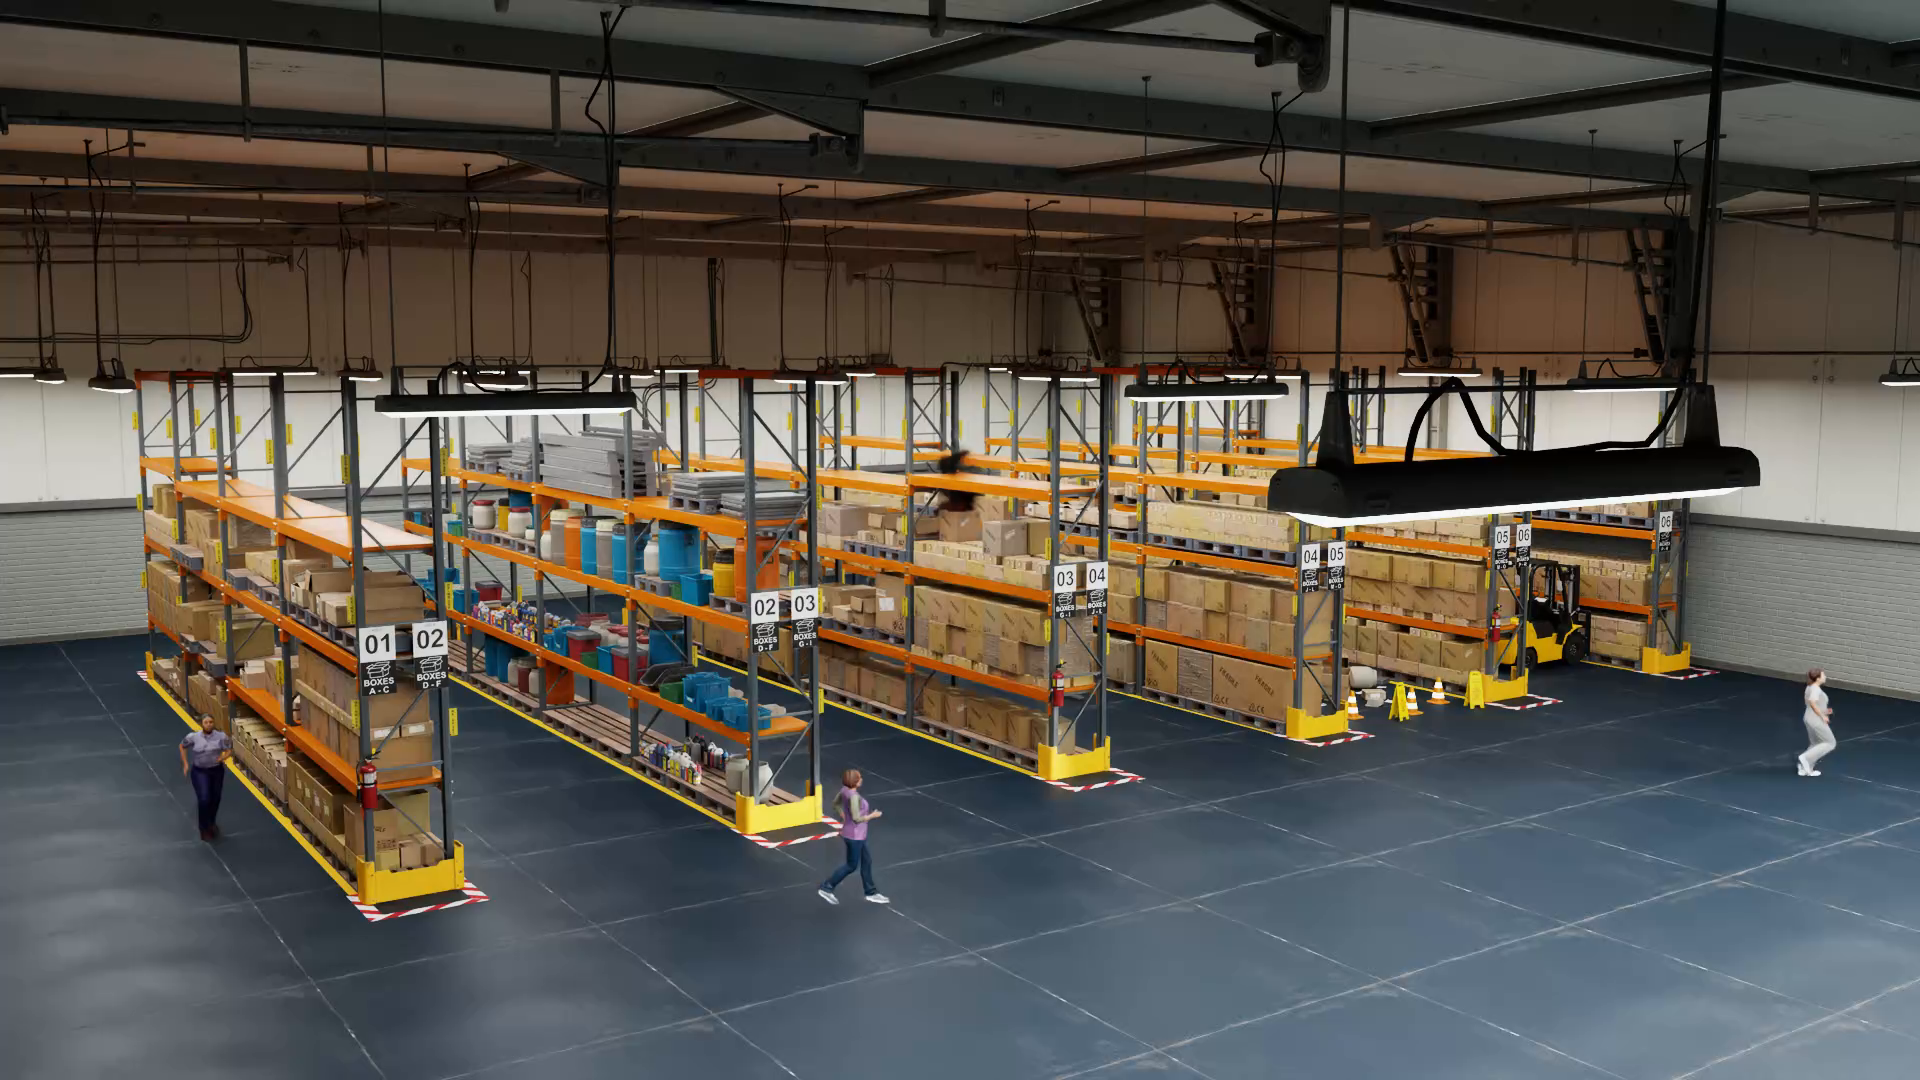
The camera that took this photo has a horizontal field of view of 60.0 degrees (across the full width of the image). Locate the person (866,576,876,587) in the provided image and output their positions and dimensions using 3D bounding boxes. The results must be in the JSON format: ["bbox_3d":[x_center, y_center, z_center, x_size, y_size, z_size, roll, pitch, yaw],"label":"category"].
[{"bbox_3d":[-2.177,0.846,41.924,0.819,1.535,0.619,2,7,19],"label":"person"}]

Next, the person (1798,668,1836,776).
[{"bbox_3d":[12.813,2.717,24.834,0.544,1.626,0.540,1,7,8],"label":"person"}]

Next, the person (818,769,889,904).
[{"bbox_3d":[-1.212,3.387,18.902,0.833,1.583,0.539,-1,7,-11],"label":"person"}]

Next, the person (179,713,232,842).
[{"bbox_3d":[-9.790,3.085,21.668,0.570,1.688,0.783,-5,8,-38],"label":"person"}]

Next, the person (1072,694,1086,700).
[{"bbox_3d":[2.001,2.012,30.499,0.669,1.765,0.918,-5,8,-39],"label":"person"}]
